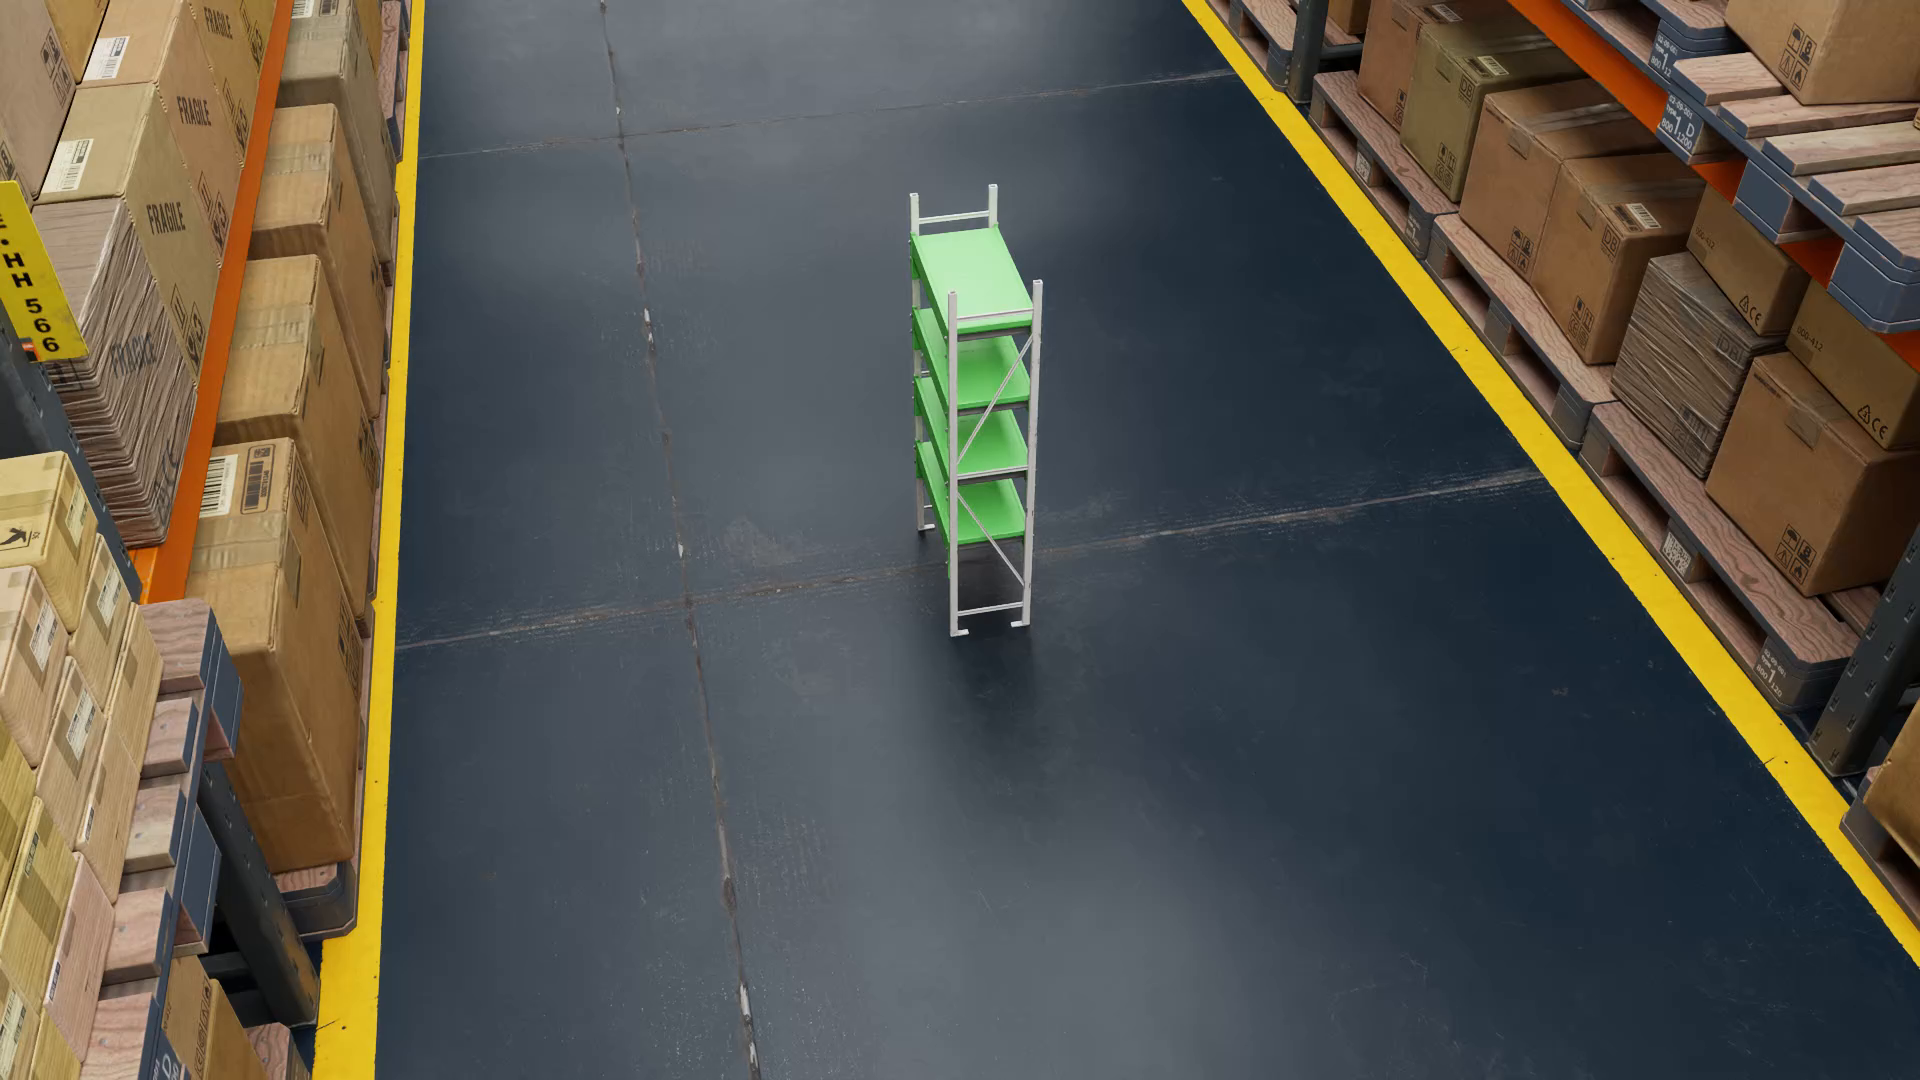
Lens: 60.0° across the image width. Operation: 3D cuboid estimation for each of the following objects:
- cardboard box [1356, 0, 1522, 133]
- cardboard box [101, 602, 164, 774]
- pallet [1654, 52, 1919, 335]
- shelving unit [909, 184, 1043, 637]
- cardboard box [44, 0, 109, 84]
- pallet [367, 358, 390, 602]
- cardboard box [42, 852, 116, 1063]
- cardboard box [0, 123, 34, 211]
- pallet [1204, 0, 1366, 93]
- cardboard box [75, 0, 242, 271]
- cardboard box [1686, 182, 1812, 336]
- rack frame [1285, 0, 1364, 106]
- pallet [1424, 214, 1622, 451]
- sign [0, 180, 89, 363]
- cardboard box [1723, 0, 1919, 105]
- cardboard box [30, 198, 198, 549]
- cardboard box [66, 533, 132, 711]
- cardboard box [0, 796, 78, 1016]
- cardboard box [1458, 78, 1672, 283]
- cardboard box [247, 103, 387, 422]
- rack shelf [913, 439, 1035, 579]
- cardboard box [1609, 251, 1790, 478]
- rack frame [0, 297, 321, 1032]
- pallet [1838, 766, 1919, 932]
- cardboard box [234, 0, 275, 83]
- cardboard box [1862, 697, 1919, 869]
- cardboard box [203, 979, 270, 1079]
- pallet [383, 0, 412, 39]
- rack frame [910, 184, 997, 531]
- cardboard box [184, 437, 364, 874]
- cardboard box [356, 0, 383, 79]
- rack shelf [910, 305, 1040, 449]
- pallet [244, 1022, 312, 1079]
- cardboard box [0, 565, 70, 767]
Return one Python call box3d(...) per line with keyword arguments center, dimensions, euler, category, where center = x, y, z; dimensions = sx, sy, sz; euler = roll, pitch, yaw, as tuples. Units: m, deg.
box3d(center=(2.086, -2.002, 6.798), dimensions=(0.700, 0.500, 0.500), euler=(-11, 43, -13), category="cardboard box")
box3d(center=(-1.471, 0.255, 2.576), dimensions=(0.380, 0.149, 0.250), euler=(-8, 42, -9), category="cardboard box")
box3d(center=(2.580, -0.956, 4.212), dimensions=(1.213, 0.211, 1.003), euler=(-8, 42, -9), category="pallet")
box3d(center=(0.036, -0.341, 4.731), dimensions=(0.258, 1.200, 0.503), euler=(-8, 42, -9), category="shelving unit")
box3d(center=(-2.337, -1.299, 3.626), dimensions=(0.700, 0.500, 0.500), euler=(-9, 42, -10), category="cardboard box")
box3d(center=(-2.383, -0.204, 5.321), dimensions=(1.003, 0.211, 1.213), euler=(-8, 42, -9), category="pallet")
box3d(center=(-1.364, 0.583, 2.206), dimensions=(0.380, 0.149, 0.250), euler=(-8, 42, -9), category="cardboard box")
box3d(center=(-2.114, -0.639, 2.882), dimensions=(0.700, 0.500, 0.500), euler=(-9, 42, -10), category="cardboard box")
box3d(center=(1.795, -2.561, 7.976), dimensions=(1.003, 0.211, 1.213), euler=(-8, 42, -9), category="pallet")
box3d(center=(-2.081, -0.959, 3.995), dimensions=(0.500, 0.500, 0.500), euler=(-8, 42, -9), category="cardboard box")
box3d(center=(2.540, -0.863, 4.950), dimensions=(0.500, 0.250, 0.500), euler=(-4, 42, -4), category="cardboard box")
box3d(center=(1.975, -3.174, 6.566), dimensions=(1.000, 3.000, 0.127), euler=(-8, 42, -9), category="rack frame")
box3d(center=(2.411, -0.834, 6.030), dimensions=(1.003, 0.211, 1.213), euler=(-8, 42, -9), category="pallet")
box3d(center=(-1.499, -0.423, 2.654), dimensions=(0.100, 0.325, 0.005), euler=(-8, 42, -9), category="sign")
box3d(center=(2.464, -1.467, 4.252), dimensions=(0.700, 0.500, 0.500), euler=(-3, 42, -3), category="cardboard box")
box3d(center=(-1.860, -0.303, 3.256), dimensions=(0.500, 0.500, 0.500), euler=(-8, 42, -9), category="cardboard box")
box3d(center=(-1.475, 0.145, 2.476), dimensions=(0.380, 0.149, 0.250), euler=(-8, 42, -8), category="cardboard box")
box3d(center=(-1.357, 0.488, 2.090), dimensions=(0.380, 0.149, 0.250), euler=(-7, 42, -8), category="cardboard box")
box3d(center=(2.292, -1.328, 6.038), dimensions=(0.700, 0.500, 0.500), euler=(-12, 43, -13), category="cardboard box")
box3d(center=(-2.464, -0.829, 5.302), dimensions=(1.050, 0.750, 0.750), euler=(-8, 42, -9), category="cardboard box")
box3d(center=(0.036, -0.114, 4.933), dimensions=(0.258, 0.148, 0.480), euler=(-8, 42, -9), category="rack shelf")
box3d(center=(2.542, -0.600, 5.218), dimensions=(0.700, 0.500, 0.500), euler=(-12, 43, -13), category="cardboard box")
box3d(center=(-2.027, 0.064, 2.918), dimensions=(1.000, 3.000, 0.127), euler=(-8, 42, -9), category="rack frame")
box3d(center=(2.935, 0.984, 3.983), dimensions=(1.003, 0.211, 1.213), euler=(-8, 42, -9), category="pallet")
box3d(center=(-2.298, -1.611, 4.730), dimensions=(0.500, 0.500, 0.500), euler=(-8, 42, -9), category="cardboard box")
box3d(center=(2.967, 0.507, 3.703), dimensions=(1.225, 0.875, 0.875), euler=(-10, 43, -11), category="cardboard box")
box3d(center=(-1.629, 1.231, 3.170), dimensions=(0.500, 0.500, 0.500), euler=(-9, 42, -9), category="cardboard box")
box3d(center=(-3.245, -2.782, 8.225), dimensions=(1.003, 0.211, 1.213), euler=(-8, 42, -9), category="pallet")
box3d(center=(-0.017, -0.500, 4.909), dimensions=(0.240, 1.200, 0.015), euler=(-8, 42, -9), category="rack frame")
box3d(center=(-2.070, 0.341, 3.985), dimensions=(1.050, 0.750, 0.750), euler=(-9, 42, -10), category="cardboard box")
box3d(center=(-2.957, -2.309, 6.875), dimensions=(0.875, 0.875, 0.875), euler=(-8, 42, -9), category="cardboard box")
box3d(center=(0.036, -0.473, 4.614), dimensions=(0.258, 0.148, 0.480), euler=(-8, 42, -9), category="rack shelf")
box3d(center=(-1.859, 1.614, 3.273), dimensions=(1.003, 0.211, 1.213), euler=(-8, 42, -9), category="pallet")
box3d(center=(-1.421, 0.194, 2.197), dimensions=(0.380, 0.149, 0.250), euler=(-9, 42, -10), category="cardboard box")
